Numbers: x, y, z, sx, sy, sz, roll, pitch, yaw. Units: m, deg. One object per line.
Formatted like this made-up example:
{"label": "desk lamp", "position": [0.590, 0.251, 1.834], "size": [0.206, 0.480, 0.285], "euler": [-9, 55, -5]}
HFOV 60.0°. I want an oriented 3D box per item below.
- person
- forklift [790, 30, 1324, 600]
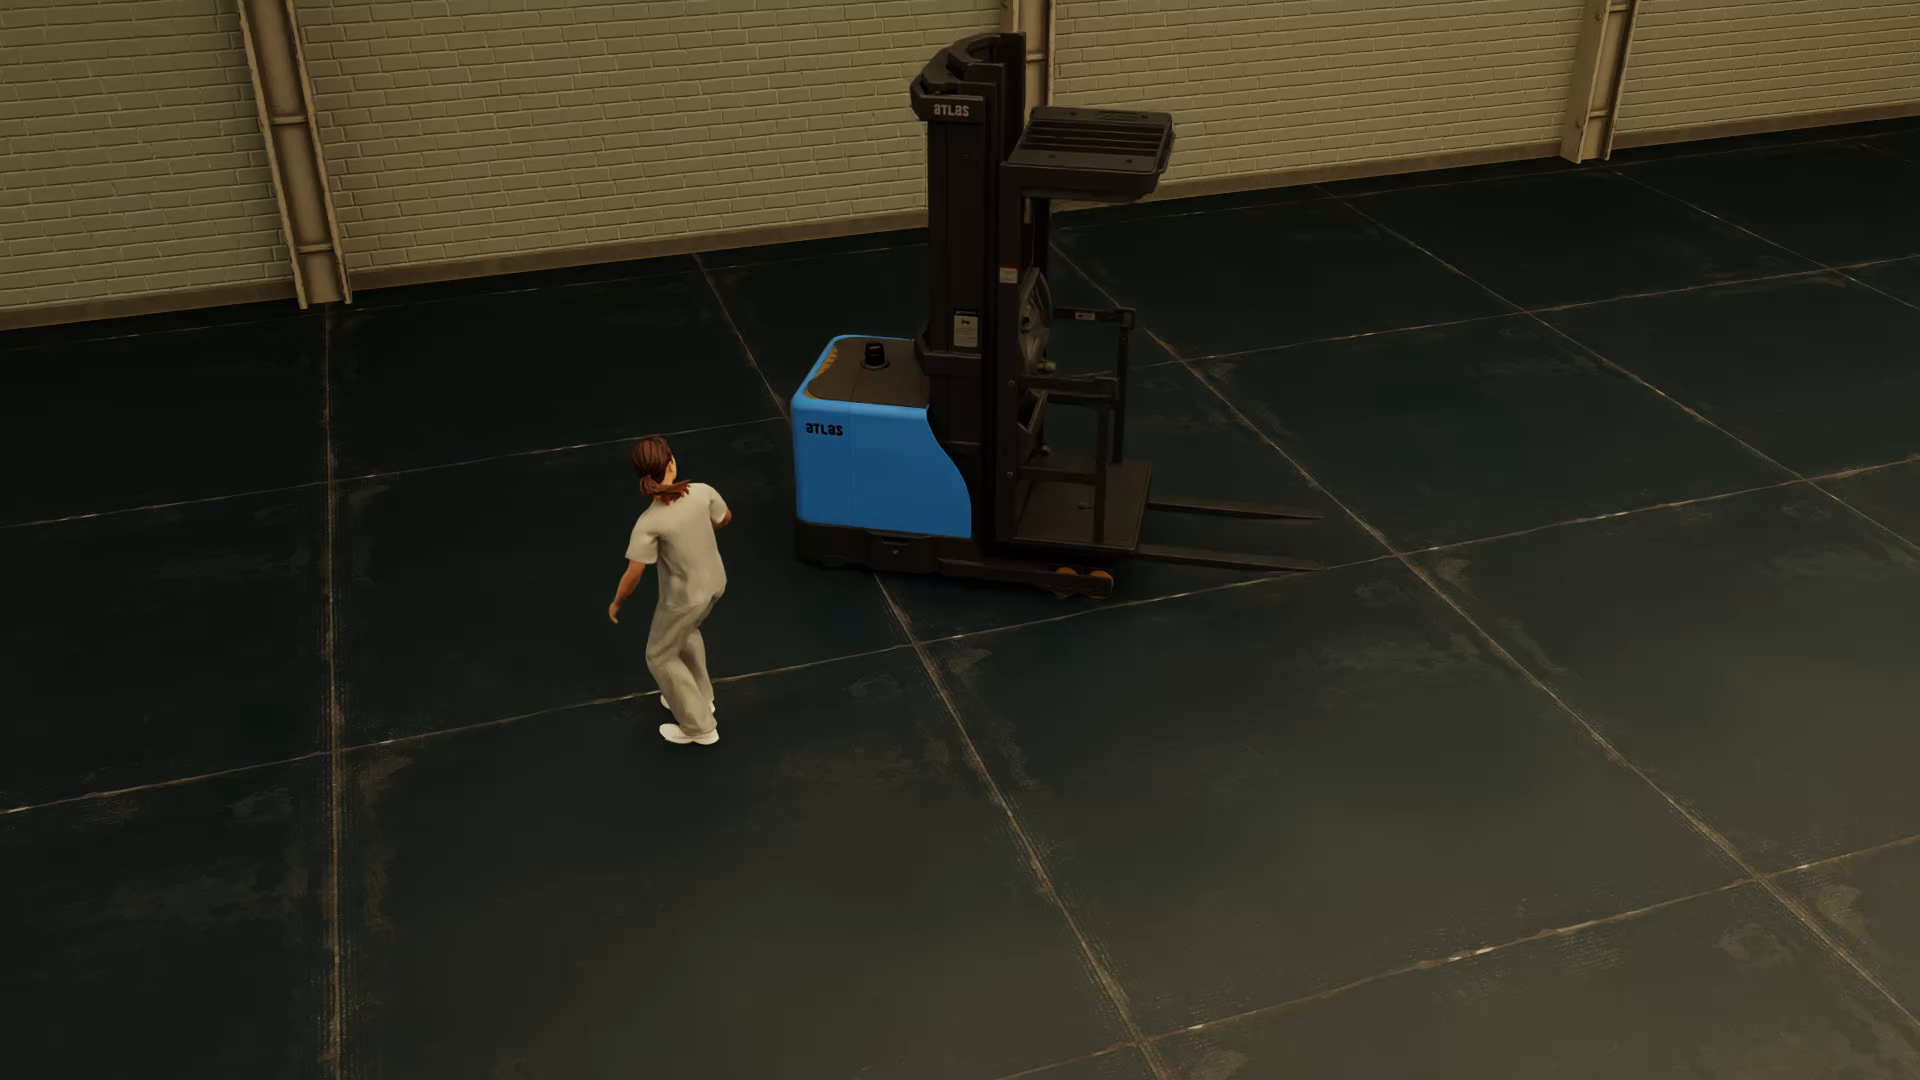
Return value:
{"label": "person", "position": [-1.393, 0.244, 7.994], "size": [0.472, 1.621, 0.644], "euler": [17, 34, 27]}
{"label": "forklift", "position": [0.604, -1.217, 9.203], "size": [3.031, 2.935, 1.130], "euler": [6, 30, 9]}
